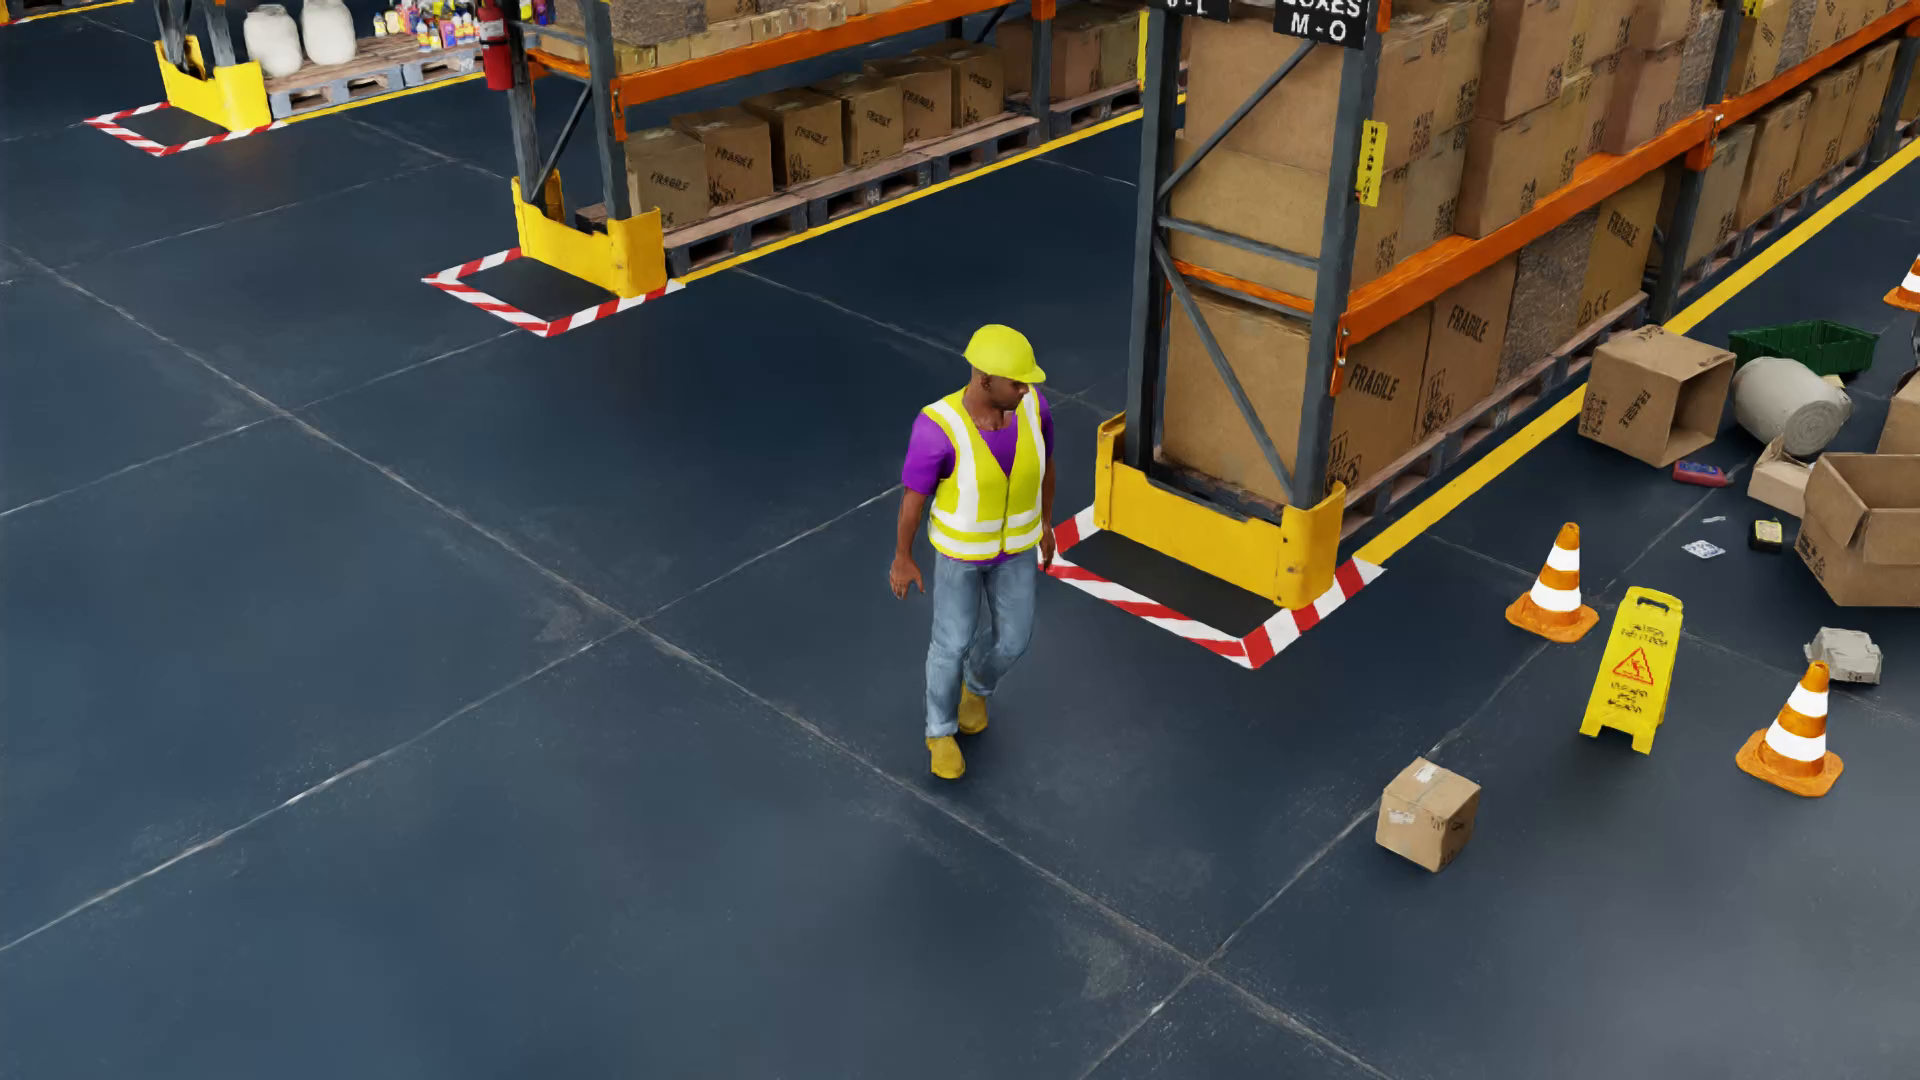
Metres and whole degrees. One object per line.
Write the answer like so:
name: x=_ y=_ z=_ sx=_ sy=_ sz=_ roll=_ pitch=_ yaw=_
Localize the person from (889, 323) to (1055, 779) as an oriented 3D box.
person: x=0.067 y=0.018 z=6.082 sx=0.651 sy=1.765 sz=0.480 roll=-13 pitch=33 yaw=-20
